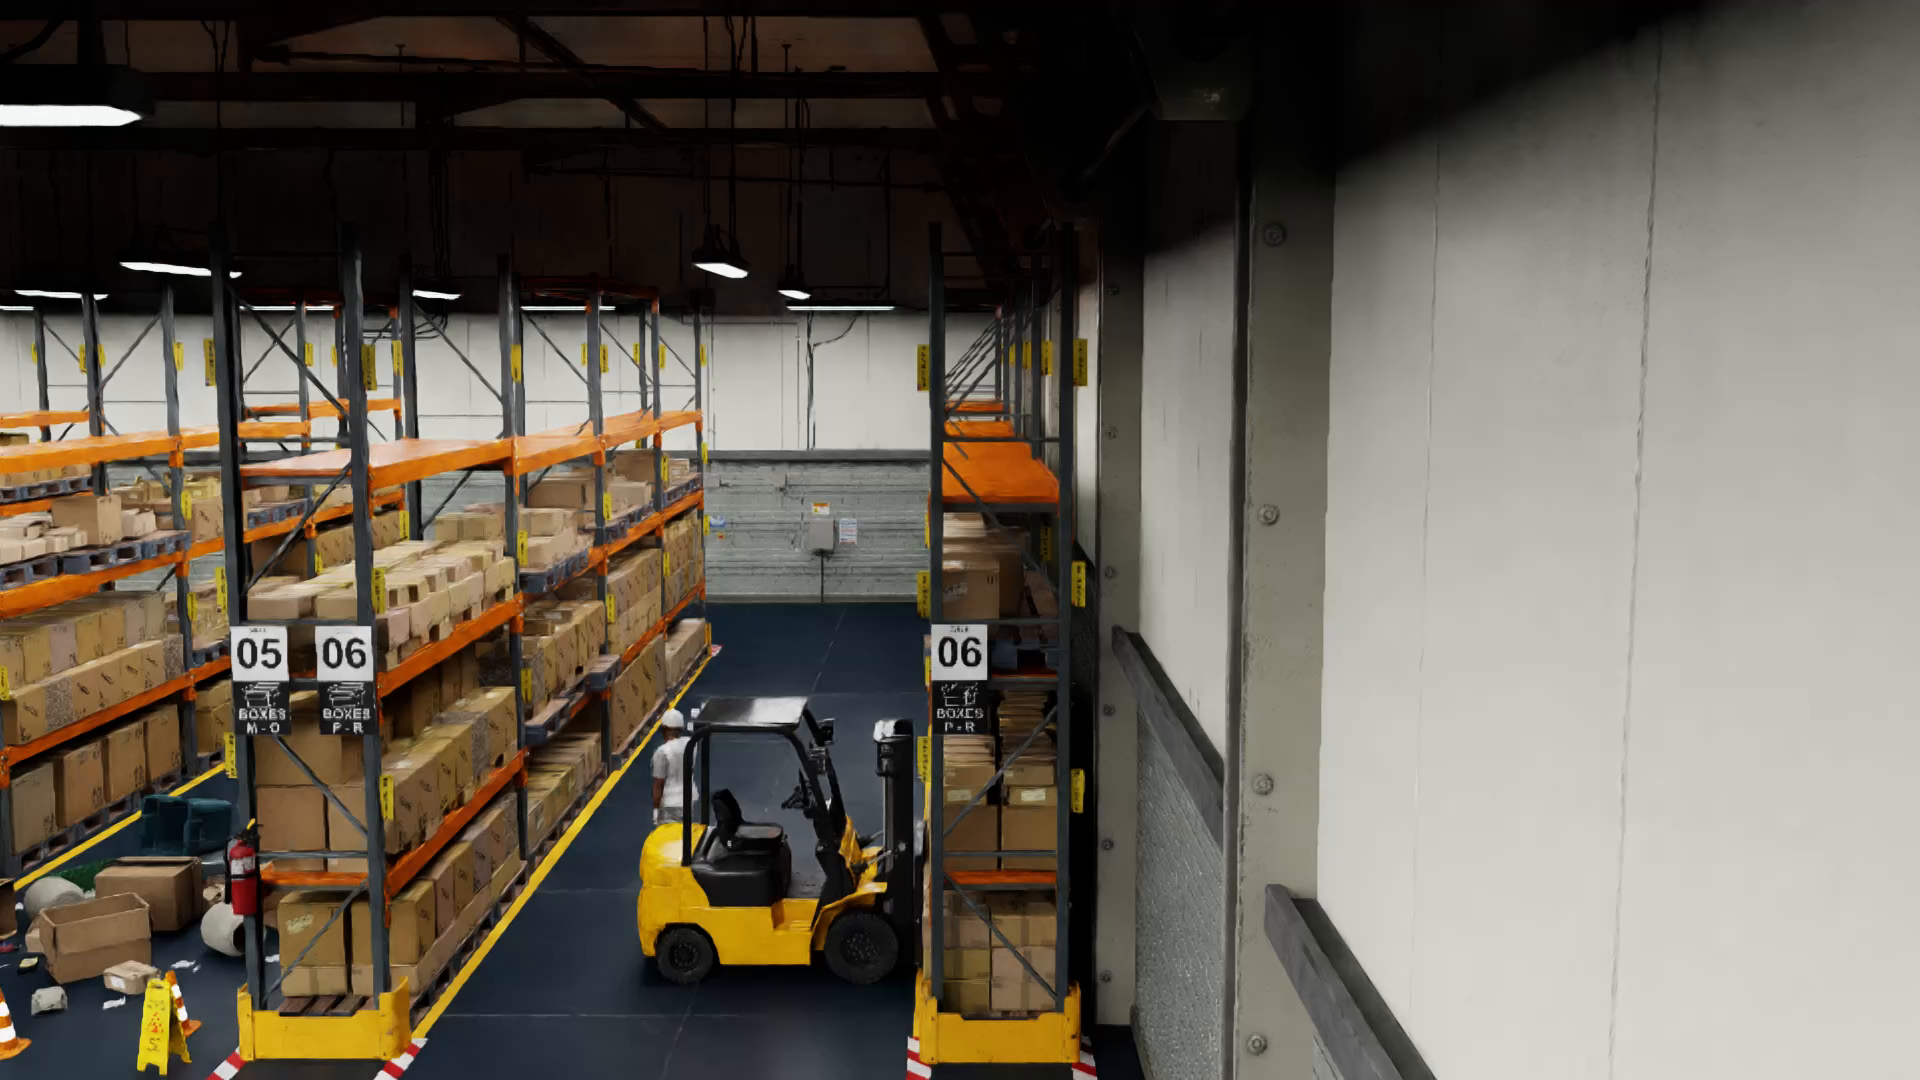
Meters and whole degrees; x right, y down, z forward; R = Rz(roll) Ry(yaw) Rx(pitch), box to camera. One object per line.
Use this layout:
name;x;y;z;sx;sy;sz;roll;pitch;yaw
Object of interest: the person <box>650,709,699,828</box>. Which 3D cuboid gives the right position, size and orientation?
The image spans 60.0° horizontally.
person;-2.721;2.457;15.543;0.493;1.785;0.616;4;8;29
